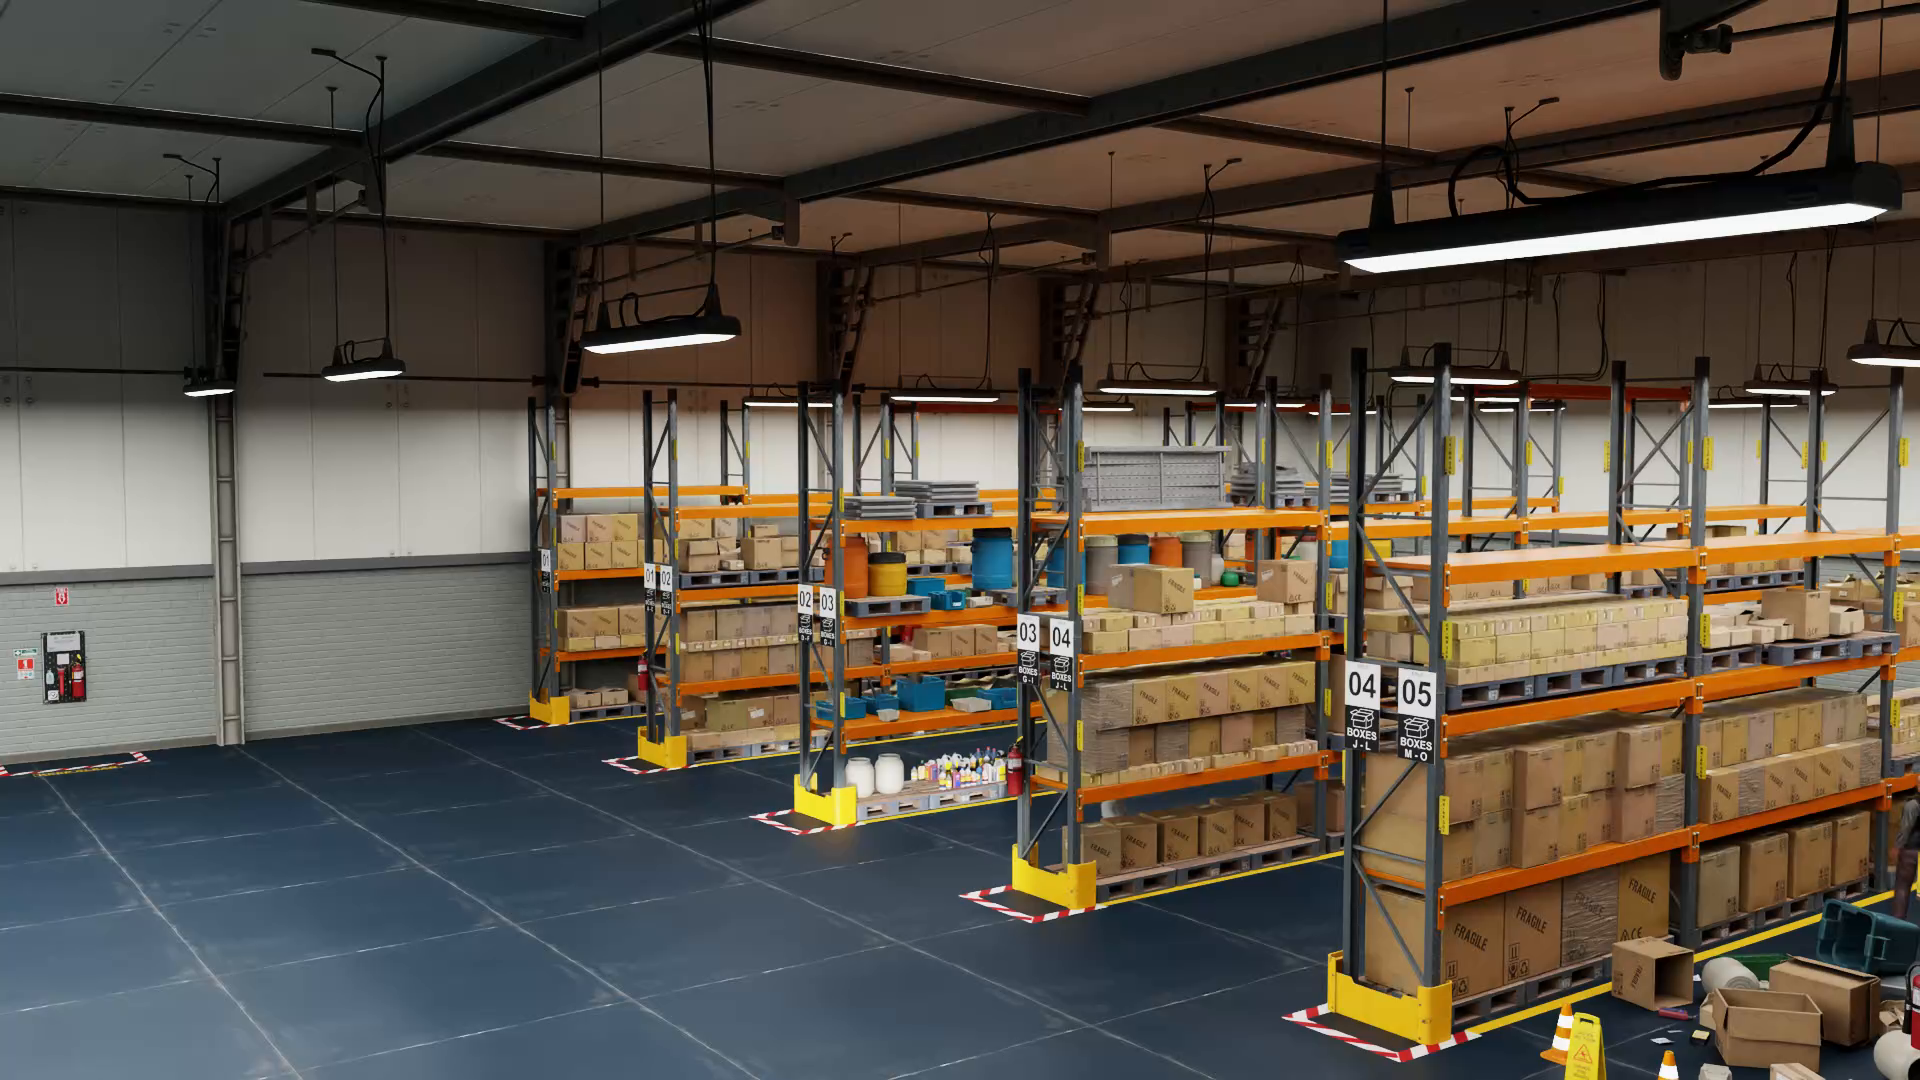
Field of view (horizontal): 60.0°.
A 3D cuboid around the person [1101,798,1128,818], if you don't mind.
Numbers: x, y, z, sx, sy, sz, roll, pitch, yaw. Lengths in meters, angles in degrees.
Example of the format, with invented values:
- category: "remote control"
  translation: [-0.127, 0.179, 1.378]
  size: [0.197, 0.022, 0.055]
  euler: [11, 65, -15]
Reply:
- category: "person"
  translation: [1.962, 3.077, 21.296]
  size: [0.428, 1.664, 0.537]
  euler: [3, 4, 39]

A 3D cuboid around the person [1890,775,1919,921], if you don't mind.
- category: "person"
  translation: [10.069, 3.284, 17.407]
  size: [0.599, 1.729, 0.398]
  euler: [1, 3, 11]

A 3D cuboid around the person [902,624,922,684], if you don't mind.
- category: "person"
  translation: [-1.013, 2.214, 32.915]
  size: [0.560, 1.746, 0.572]
  euler: [2, 4, 32]
